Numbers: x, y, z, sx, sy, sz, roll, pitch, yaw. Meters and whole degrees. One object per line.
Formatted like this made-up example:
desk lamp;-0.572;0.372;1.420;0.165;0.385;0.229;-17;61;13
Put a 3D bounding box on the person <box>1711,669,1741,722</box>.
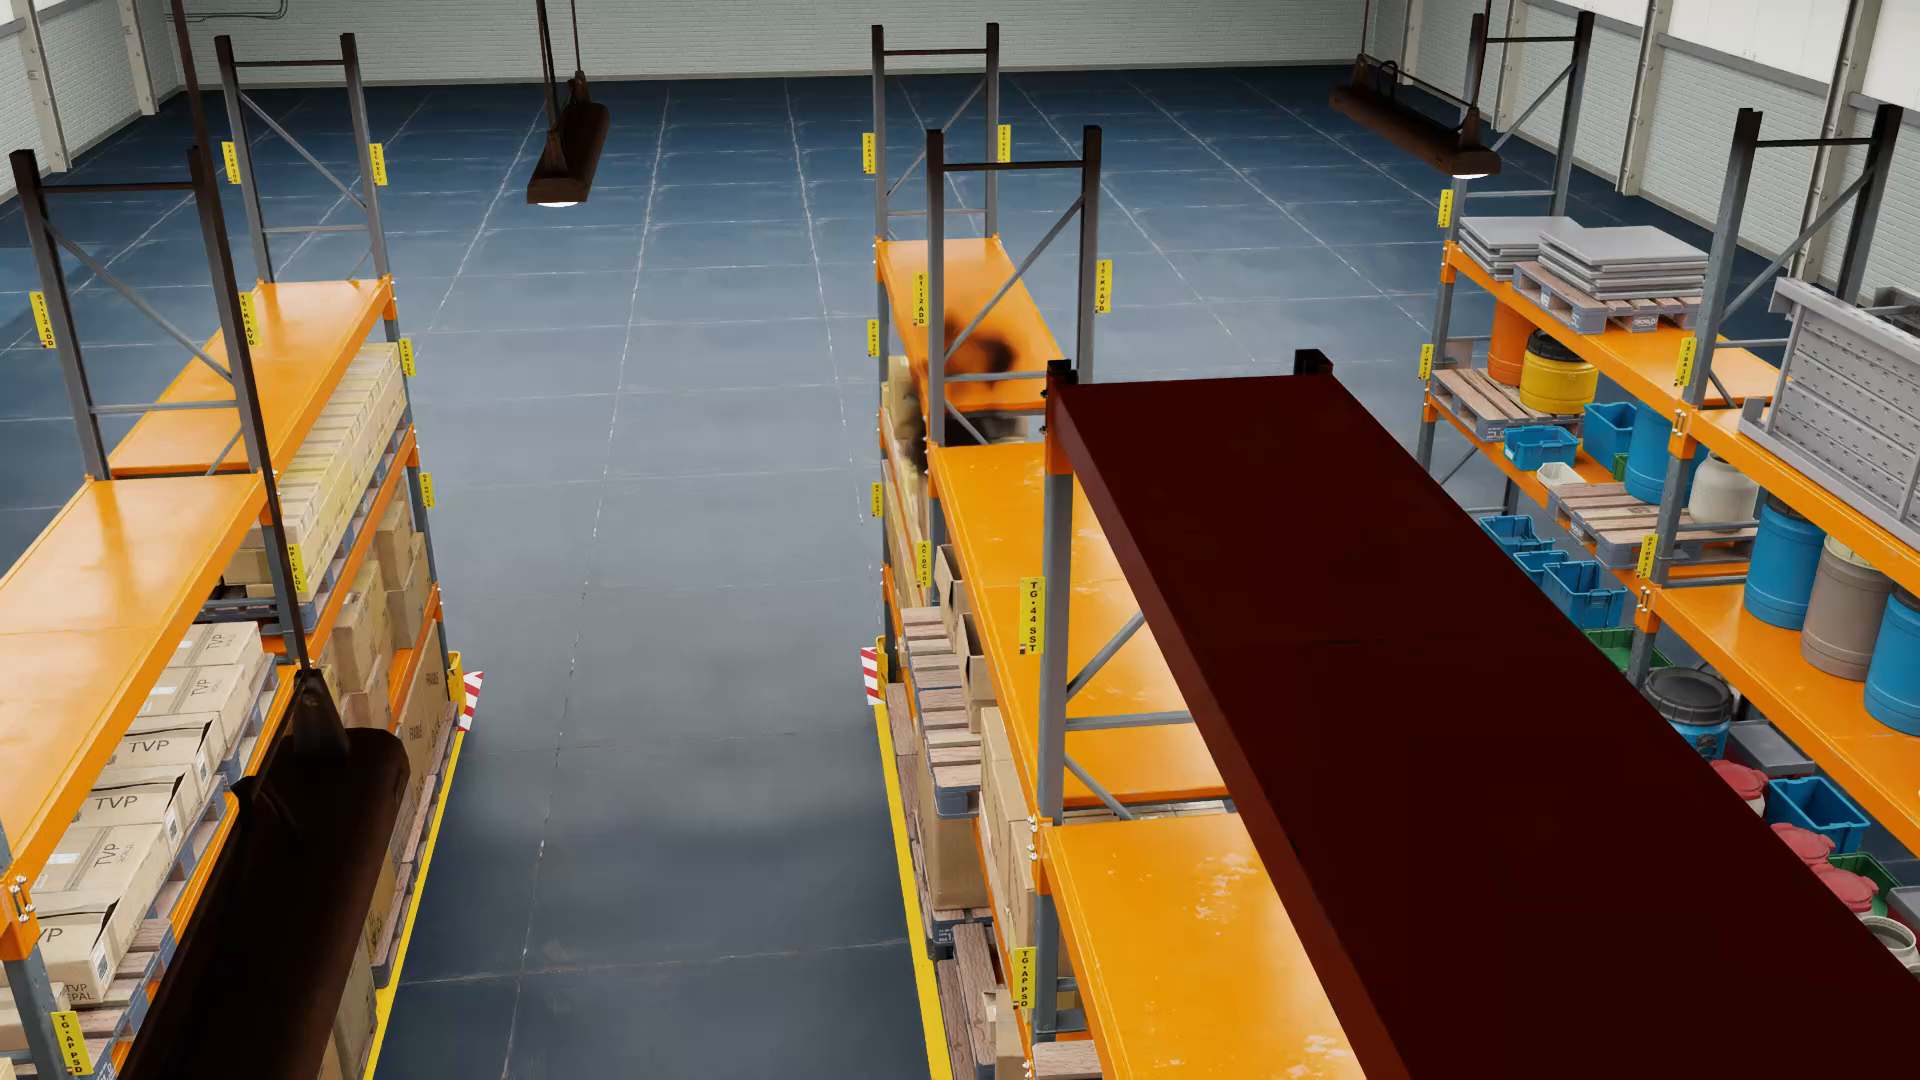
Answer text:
person;6.510;1.265;13.824;0.657;1.748;0.752;-7;26;-15
